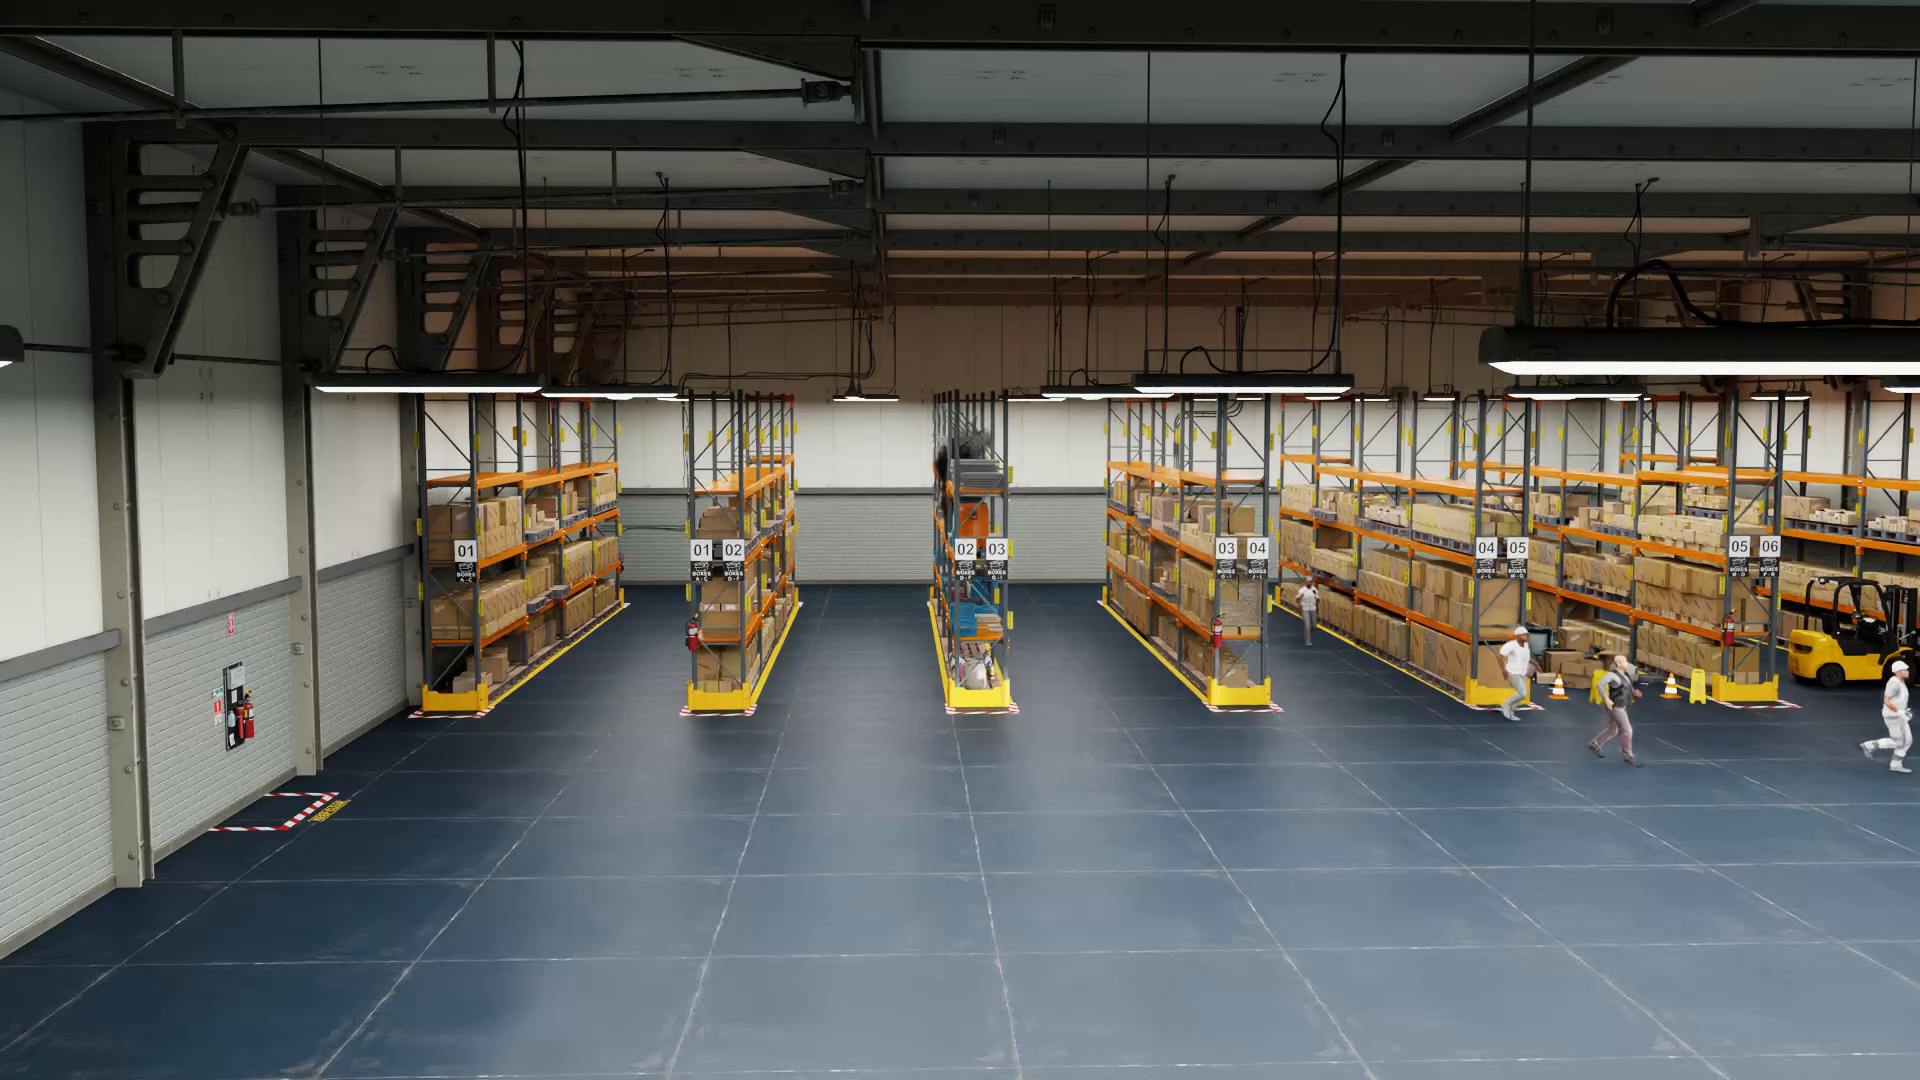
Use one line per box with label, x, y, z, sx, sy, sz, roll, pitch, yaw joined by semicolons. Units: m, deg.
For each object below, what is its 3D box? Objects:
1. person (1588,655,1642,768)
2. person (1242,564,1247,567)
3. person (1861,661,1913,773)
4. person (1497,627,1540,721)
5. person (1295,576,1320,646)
person;10.475;2.695;26.512;0.879;1.741;0.653;4;6;37
person;7.909;1.176;46.543;0.594;1.508;0.558;1;5;12
person;14.507;2.742;25.963;0.711;1.738;0.646;4;6;41
person;10.120;2.417;30.038;0.720;1.718;0.592;-4;6;-37
person;8.286;1.665;39.612;0.579;1.654;0.678;0;5;-2
